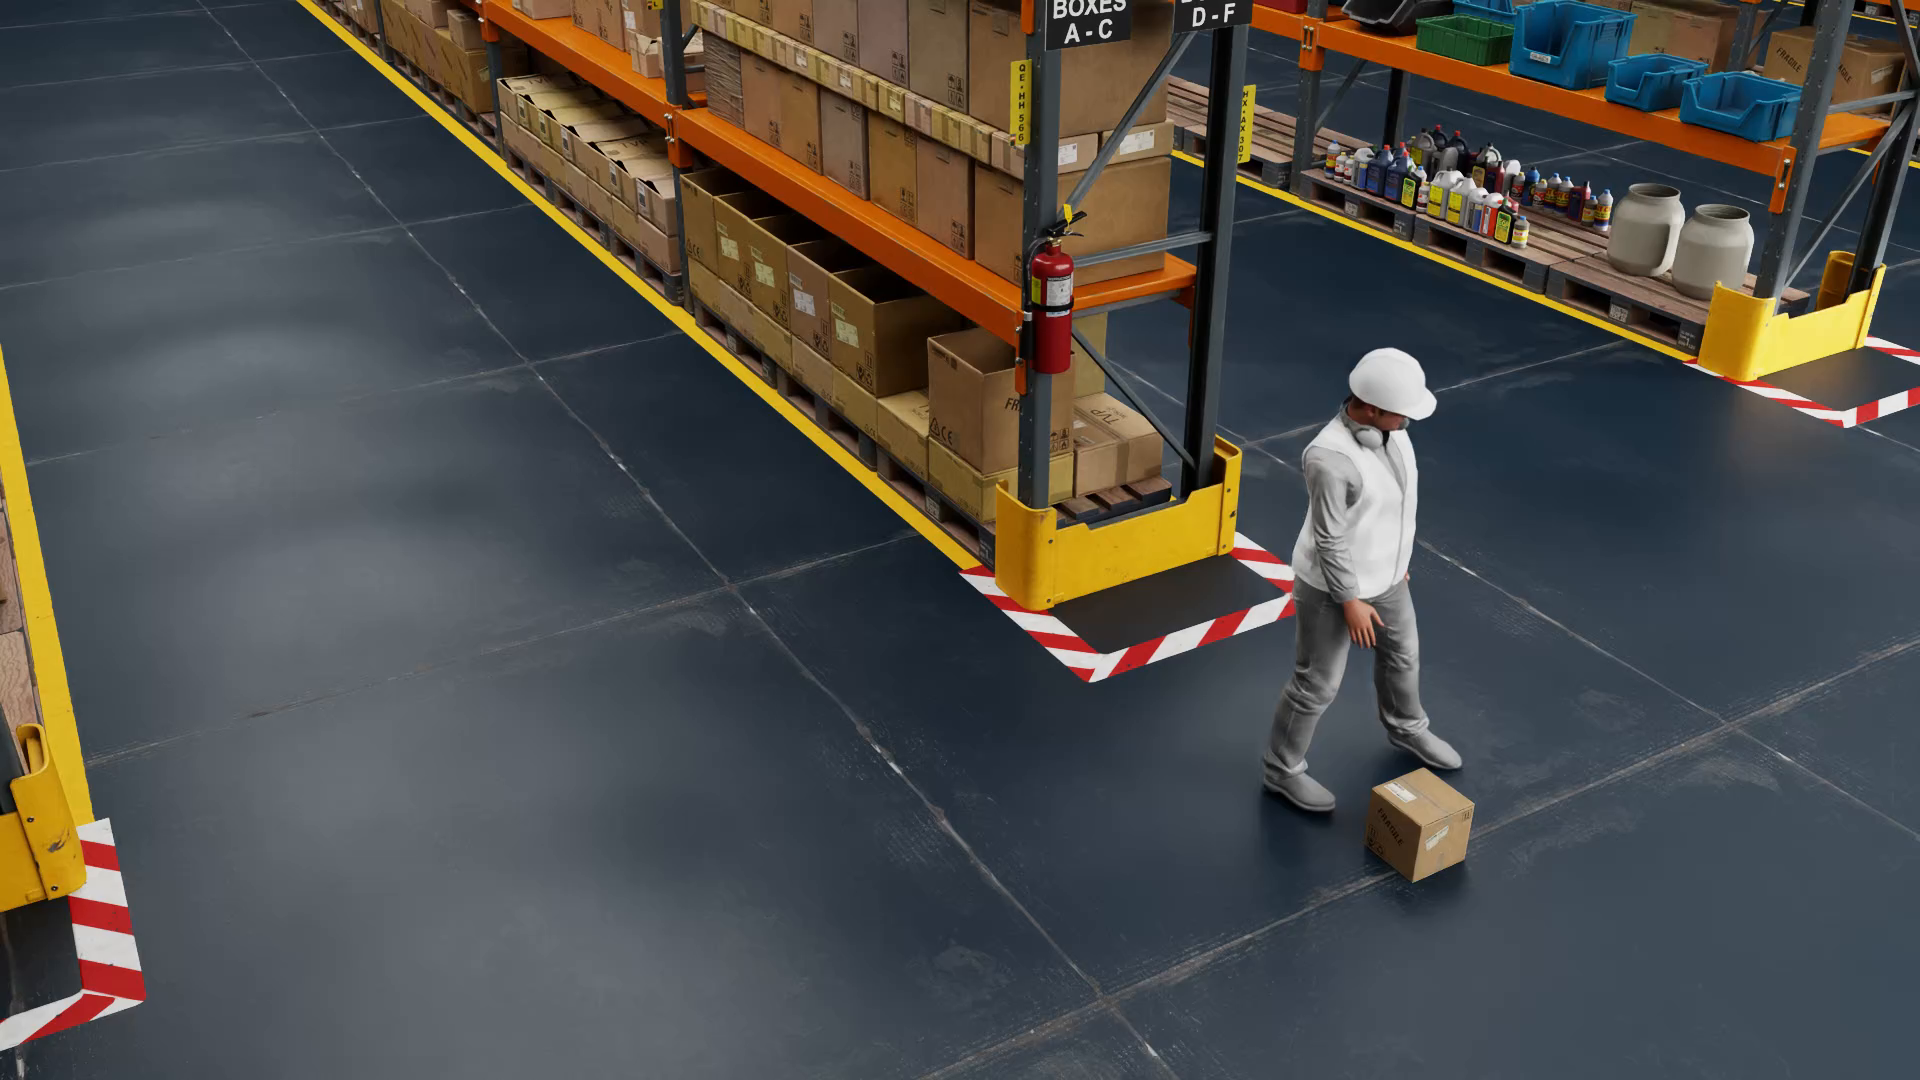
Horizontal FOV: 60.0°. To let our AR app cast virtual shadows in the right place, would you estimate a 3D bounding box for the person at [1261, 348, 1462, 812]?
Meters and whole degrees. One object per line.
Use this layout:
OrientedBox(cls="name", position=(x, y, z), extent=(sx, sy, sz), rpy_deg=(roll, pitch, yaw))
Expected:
OrientedBox(cls="person", position=(1.498, 0.119, 5.859), extent=(0.533, 1.758, 0.713), rpy_deg=(25, 37, 37))
